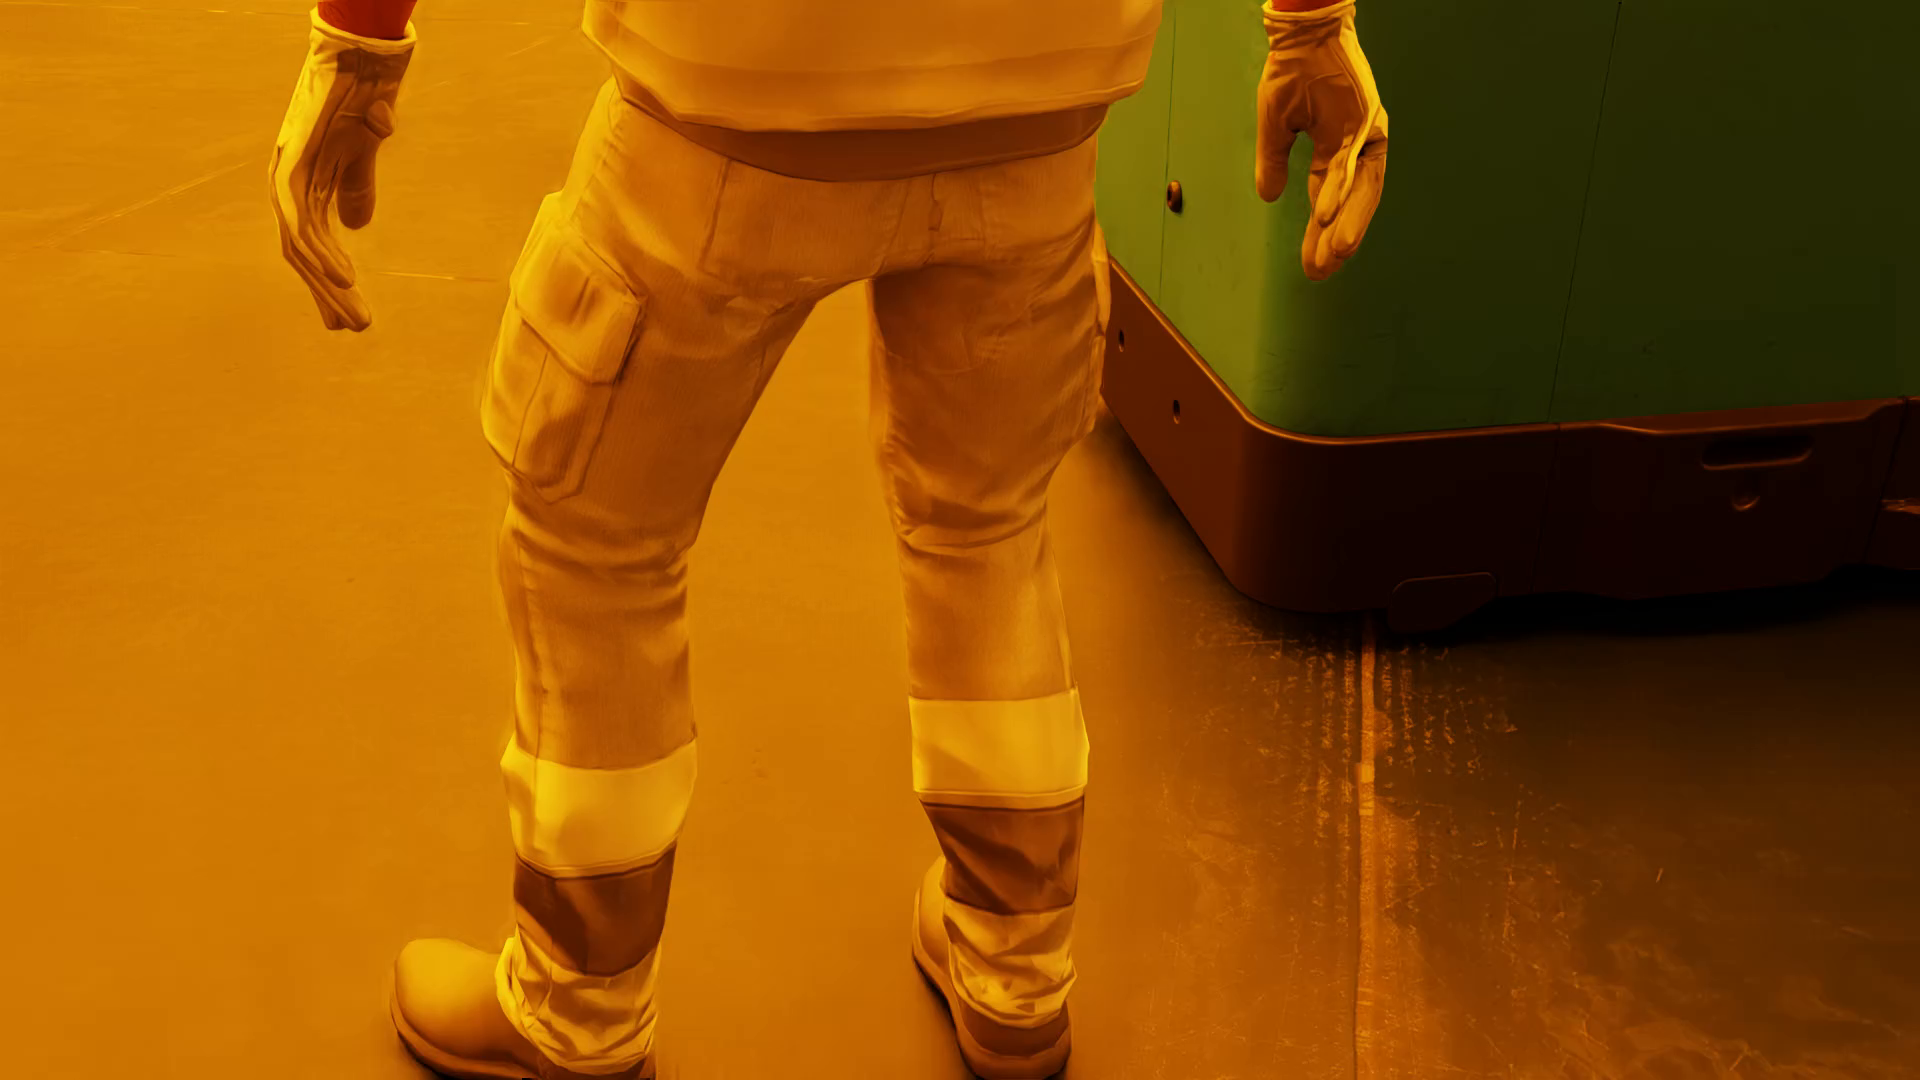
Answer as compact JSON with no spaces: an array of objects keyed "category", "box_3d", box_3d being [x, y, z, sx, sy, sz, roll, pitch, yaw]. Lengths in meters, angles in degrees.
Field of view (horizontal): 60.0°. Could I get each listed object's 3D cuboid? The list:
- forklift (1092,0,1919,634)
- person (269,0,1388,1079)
[{"category":"forklift","box_3d":[1.777,-1.495,2.210,3.031,2.935,1.130,-5,27,-9]},{"category":"person","box_3d":[-0.105,-0.348,1.246,0.848,1.750,0.430,-11,29,-20]}]
